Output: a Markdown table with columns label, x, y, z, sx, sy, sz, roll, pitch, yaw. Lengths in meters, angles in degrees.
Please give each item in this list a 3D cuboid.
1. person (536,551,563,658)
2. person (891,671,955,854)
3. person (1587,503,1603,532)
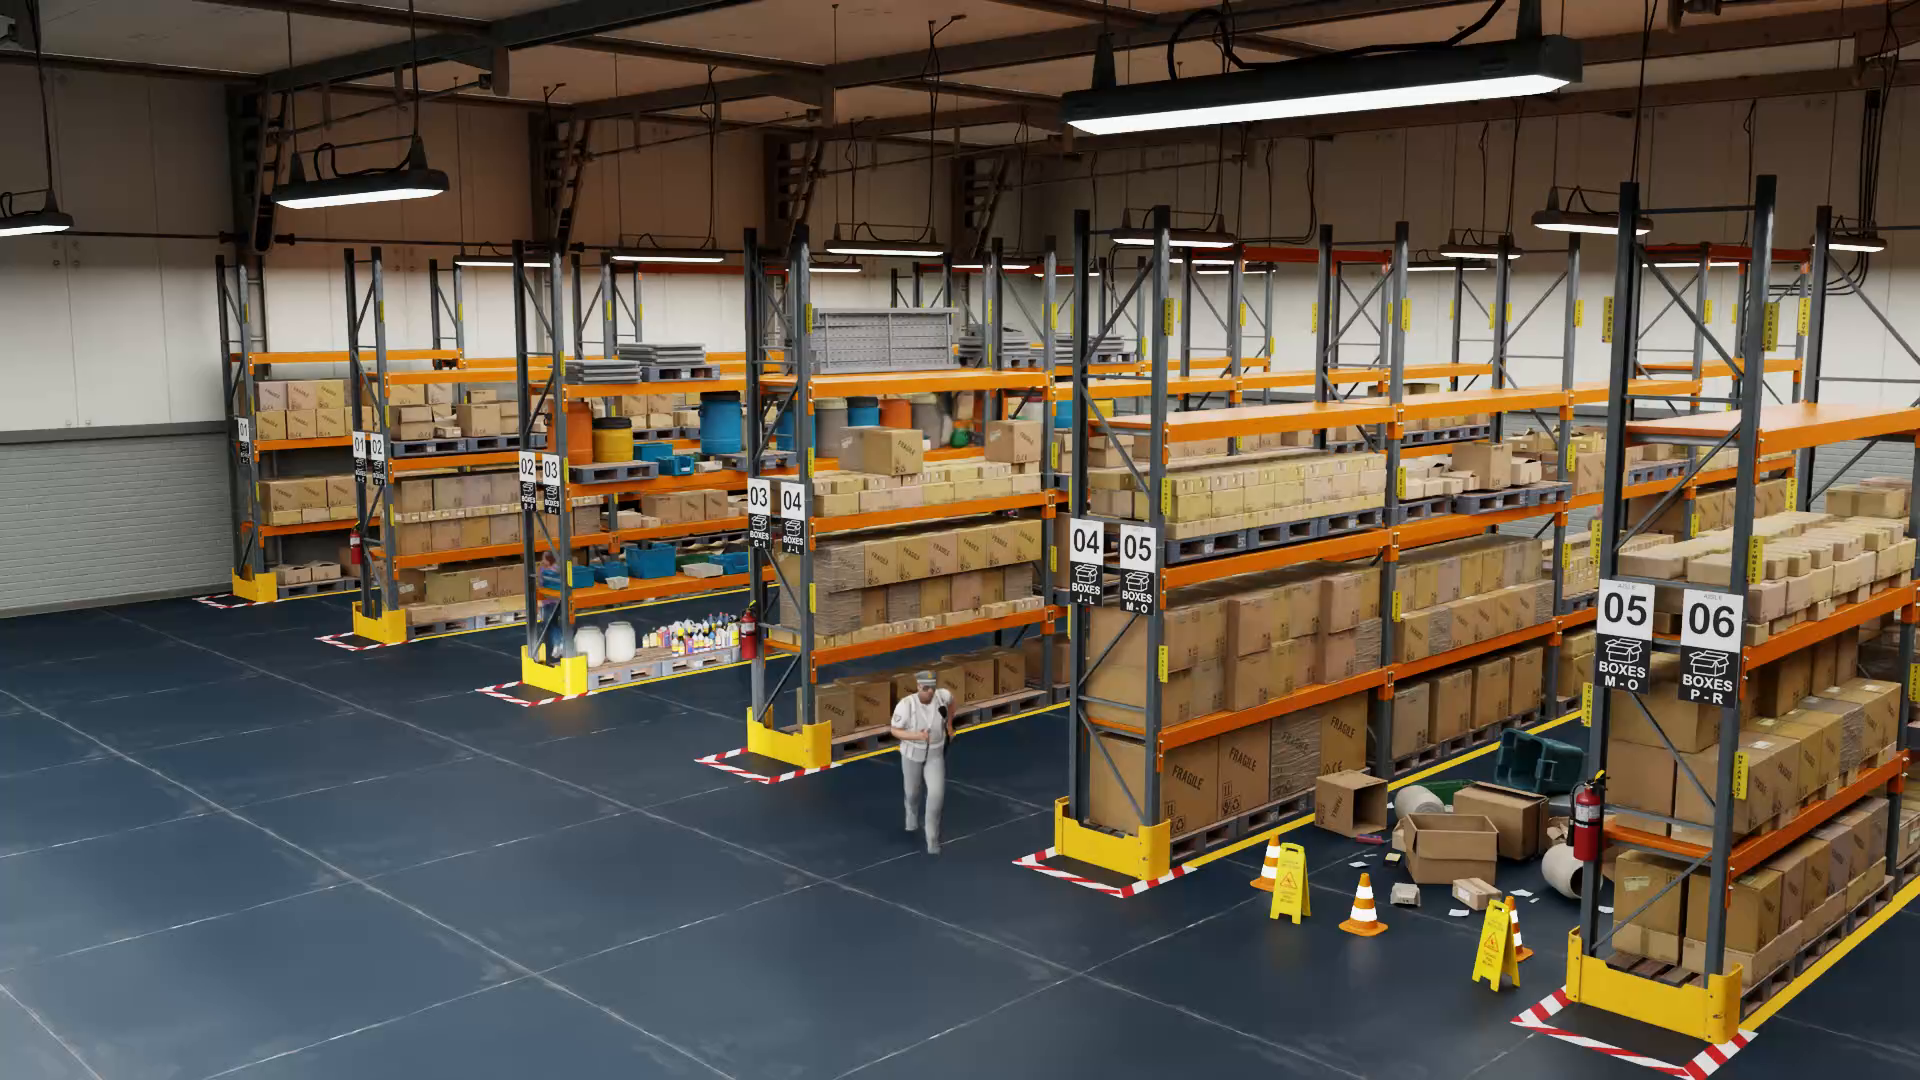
| label | x | y | z | sx | sy | sz | roll | pitch | yaw |
| --- | --- | --- | --- | --- | --- | --- | --- | --- | --- |
| person | -5.970 | 0.940 | 24.304 | 0.504 | 1.585 | 0.732 | 5 | 9 | 31 |
| person | -0.357 | 2.096 | 15.960 | 0.684 | 1.823 | 0.962 | -2 | 8 | -13 |
| person | 10.924 | 0.267 | 28.299 | 0.671 | 1.831 | 0.958 | 7 | 10 | 39 |
